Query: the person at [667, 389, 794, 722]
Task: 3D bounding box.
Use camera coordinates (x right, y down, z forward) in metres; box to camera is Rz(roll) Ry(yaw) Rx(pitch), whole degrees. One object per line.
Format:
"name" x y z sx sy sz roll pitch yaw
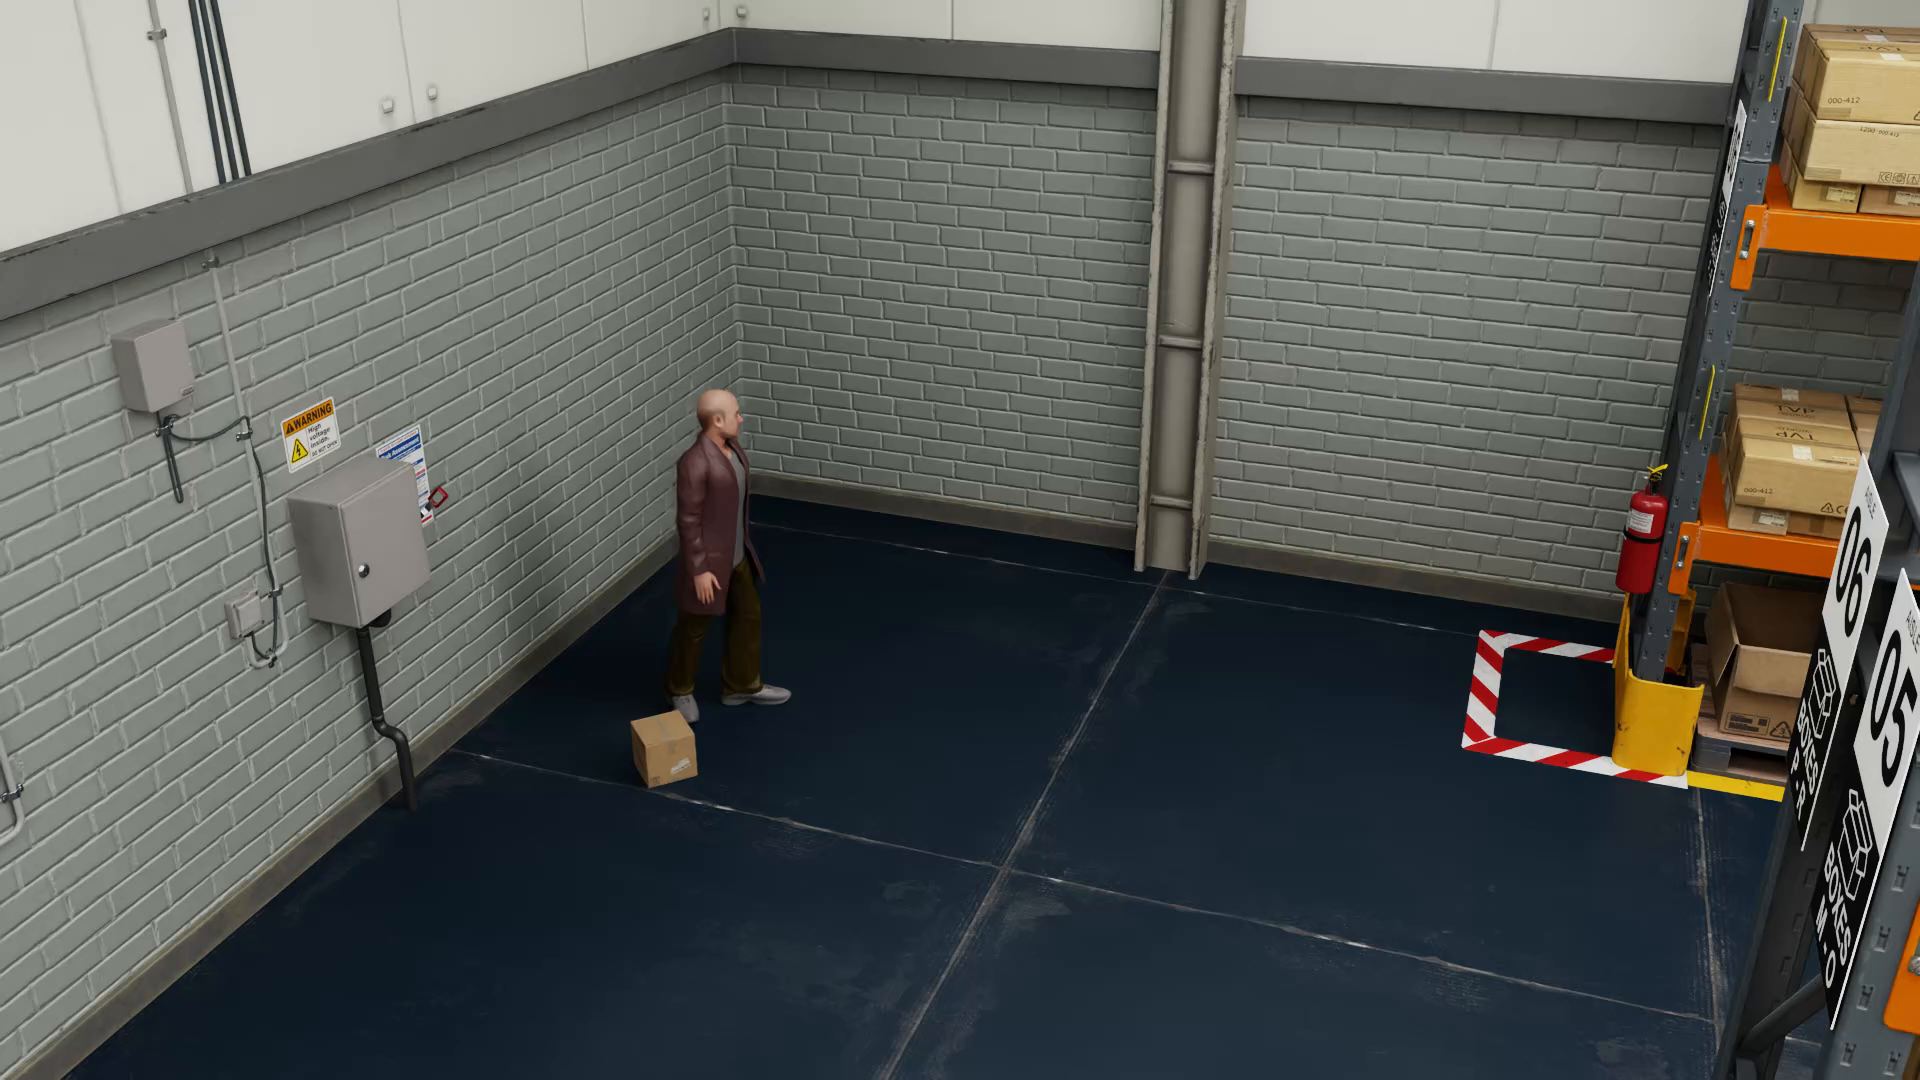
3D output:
"person" -1.228 0.078 8.466 0.627 1.771 0.606 7 26 14
